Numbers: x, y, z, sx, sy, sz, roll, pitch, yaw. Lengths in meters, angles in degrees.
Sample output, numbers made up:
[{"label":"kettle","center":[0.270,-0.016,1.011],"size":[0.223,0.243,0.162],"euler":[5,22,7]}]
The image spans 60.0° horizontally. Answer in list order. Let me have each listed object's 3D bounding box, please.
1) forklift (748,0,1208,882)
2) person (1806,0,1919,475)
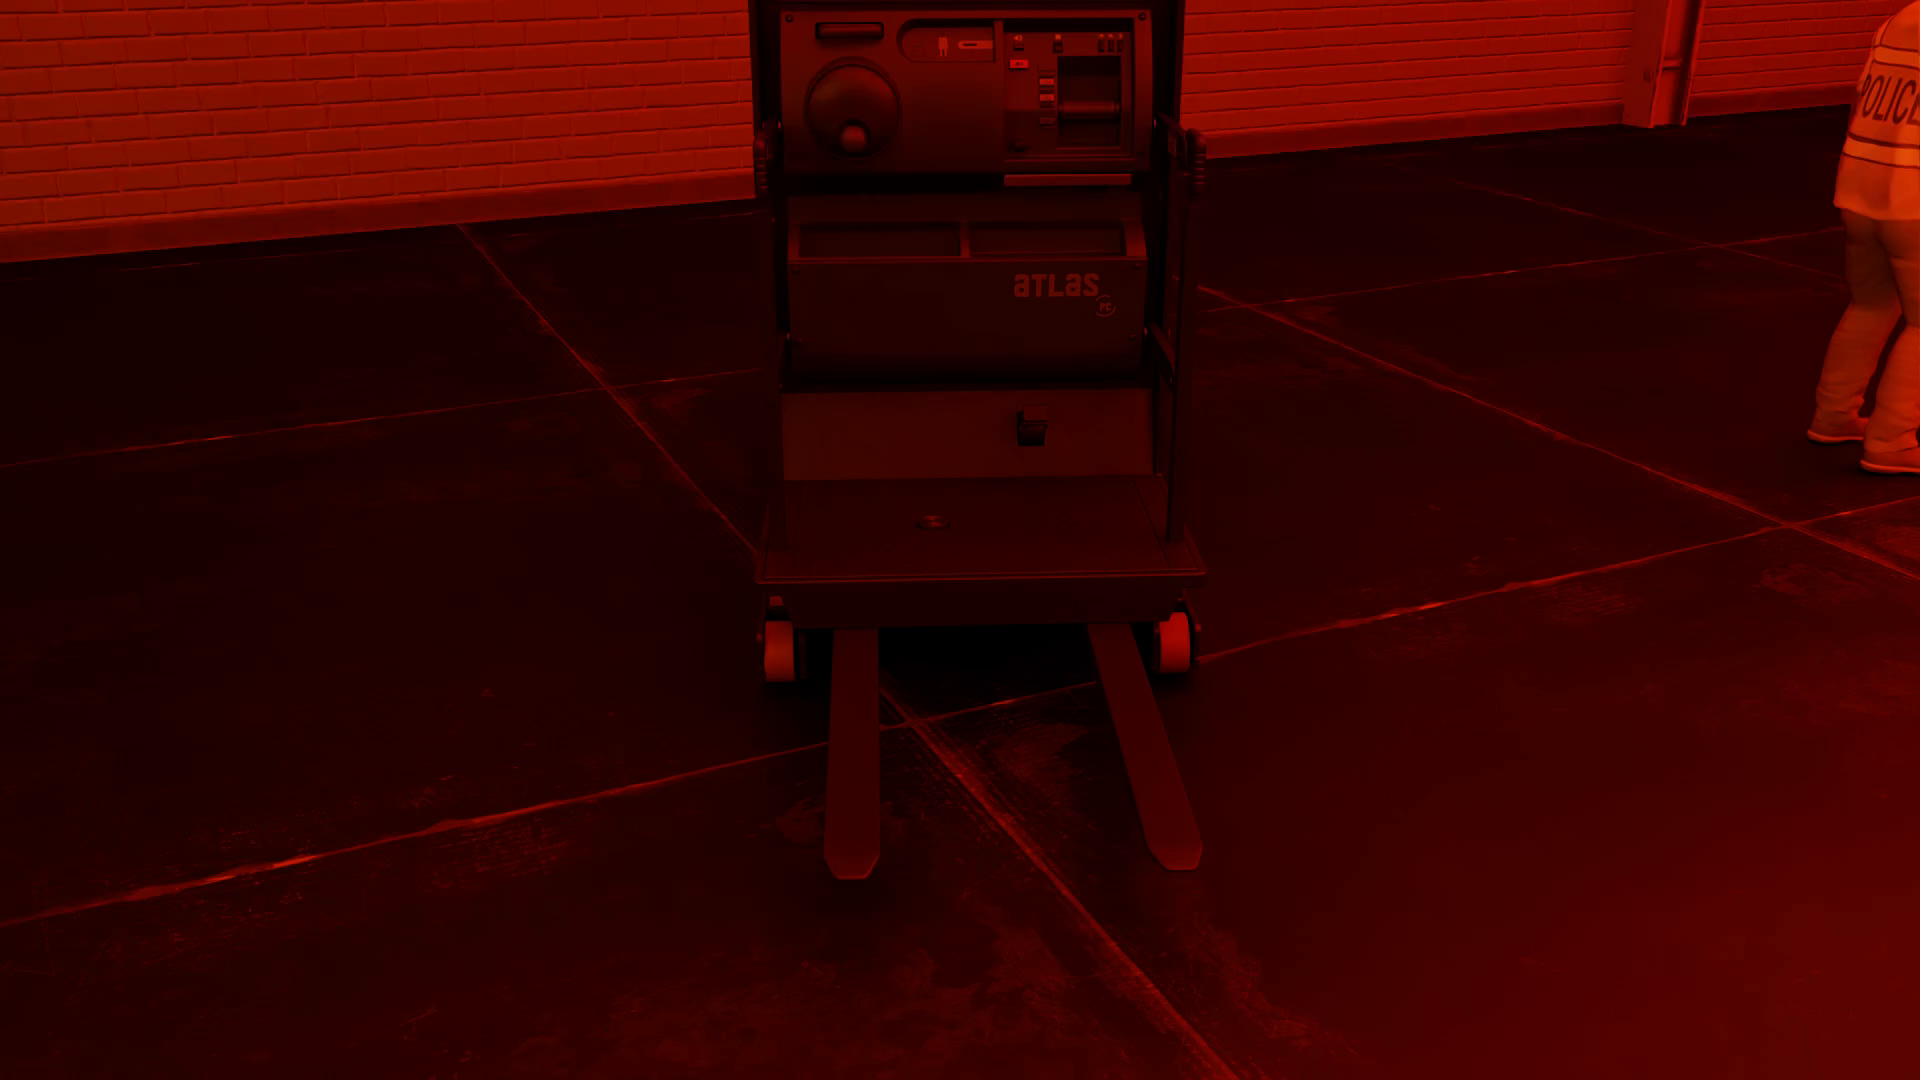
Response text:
[{"label":"forklift","center":[0.030,-1.115,3.970],"size":[1.130,2.935,3.031],"euler":[-1,23,-3]},{"label":"person","center":[3.160,-1.105,5.498],"size":[0.454,1.753,0.589],"euler":[-5,23,-12]}]
